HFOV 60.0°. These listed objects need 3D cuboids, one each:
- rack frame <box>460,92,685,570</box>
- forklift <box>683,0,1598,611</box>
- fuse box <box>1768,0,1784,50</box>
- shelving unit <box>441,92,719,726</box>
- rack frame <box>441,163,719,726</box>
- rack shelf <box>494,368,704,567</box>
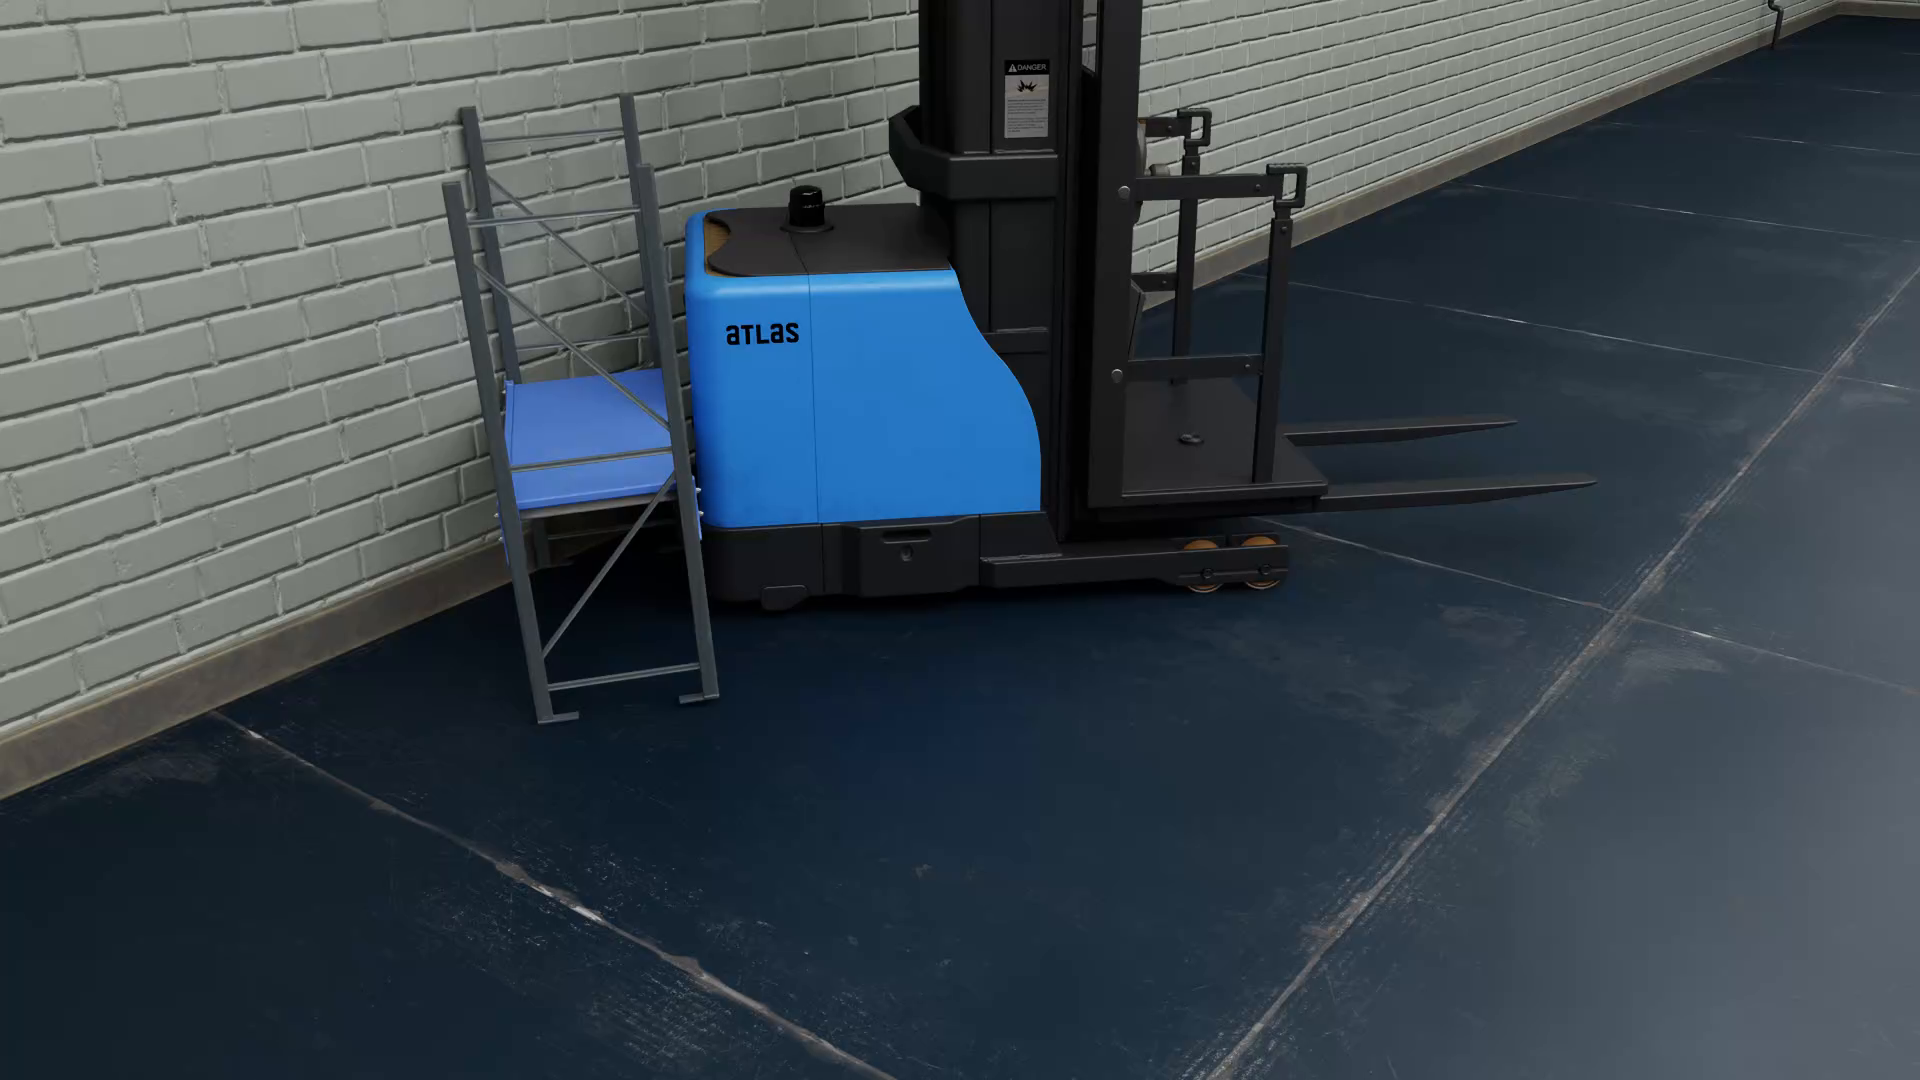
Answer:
[{"bbox_3d":[-1.184,-0.620,5.228,0.500,1.500,0.032,-8,26,-10],"label":"rack frame"},{"bbox_3d":[0.623,-1.379,5.244,3.031,2.935,1.130,-3,24,-8],"label":"forklift"},{"bbox_3d":[8.551,-5.916,17.055,0.414,1.711,0.539,17,29,33],"label":"fuse box"},{"bbox_3d":[-1.071,-0.413,4.778,0.538,1.500,1.048,-8,26,-10],"label":"shelving unit"},{"bbox_3d":[-0.958,-0.206,4.328,0.500,1.500,0.032,-8,26,-10],"label":"rack frame"},{"bbox_3d":[-1.063,-0.250,4.855,0.538,0.185,1.000,-8,26,-10],"label":"rack shelf"}]
